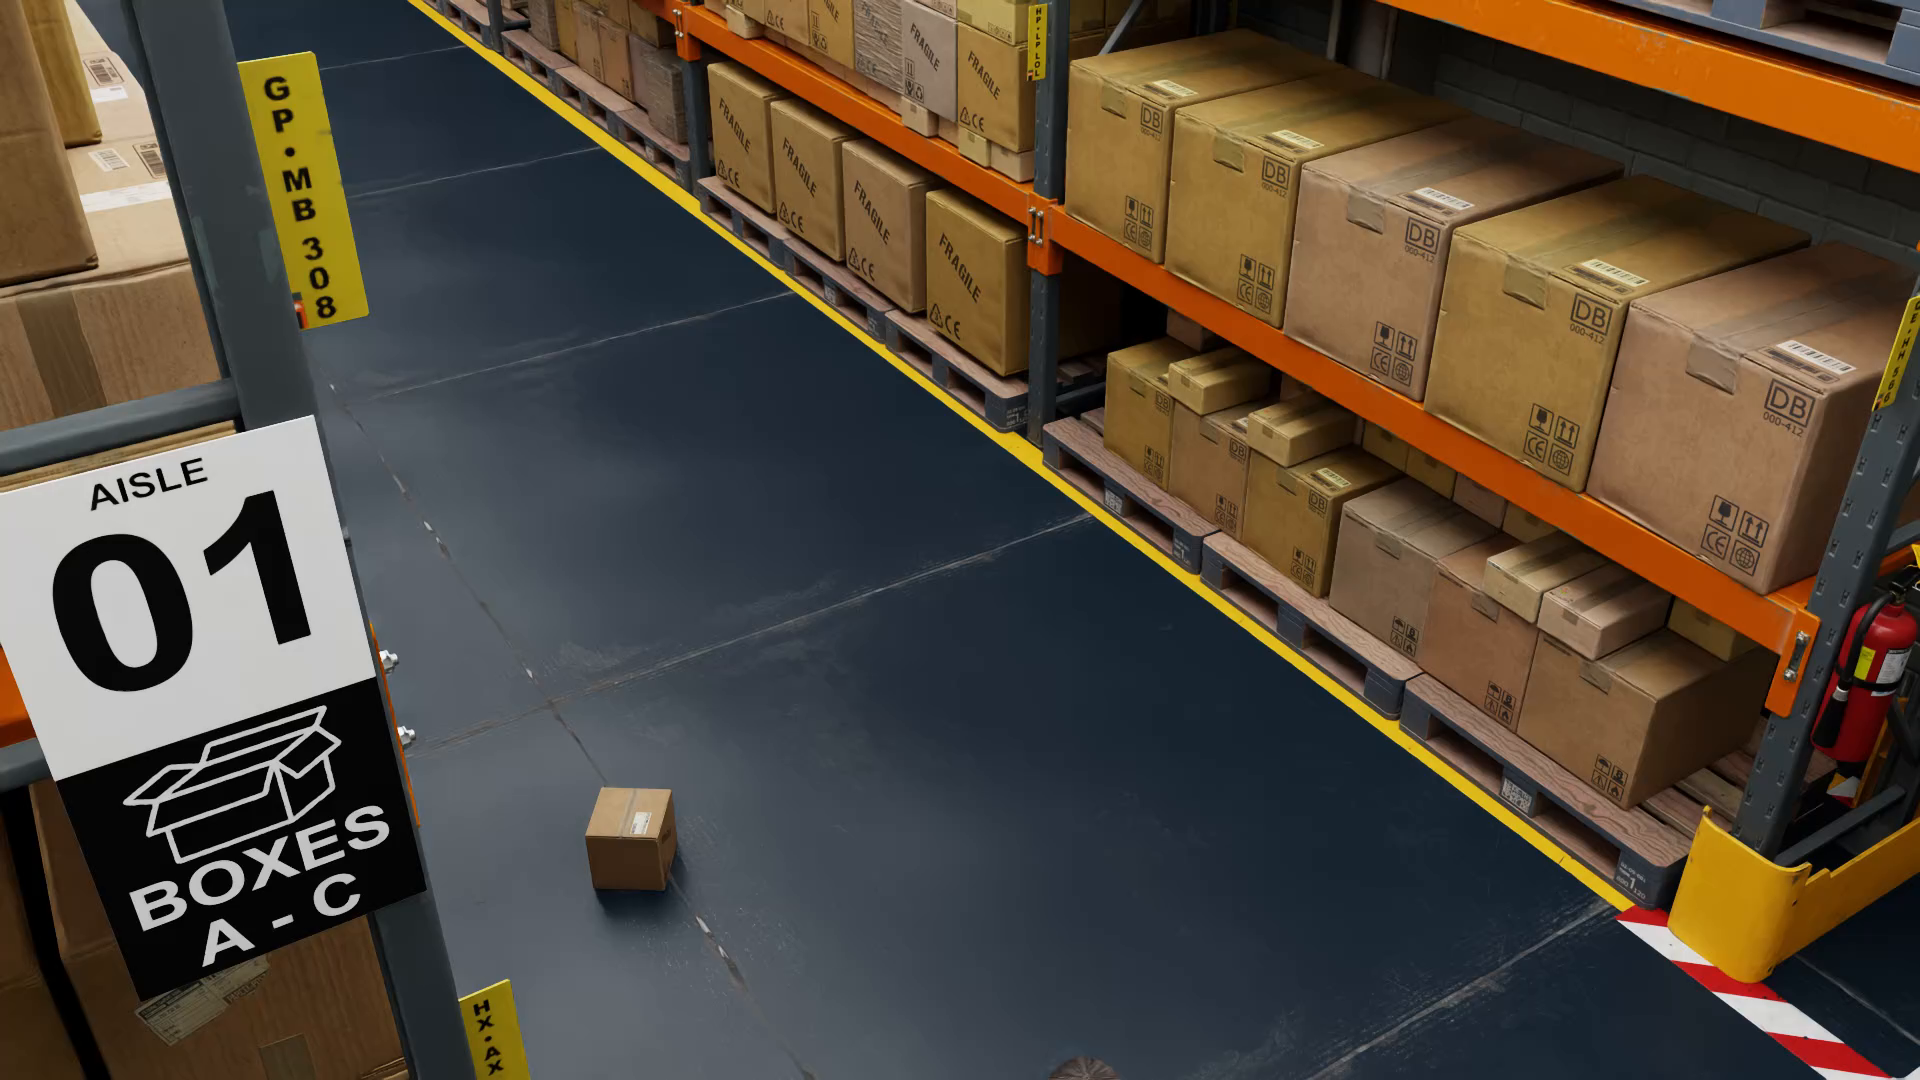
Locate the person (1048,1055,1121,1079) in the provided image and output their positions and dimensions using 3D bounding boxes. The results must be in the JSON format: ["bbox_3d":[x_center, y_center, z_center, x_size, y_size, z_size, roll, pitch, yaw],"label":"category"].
[{"bbox_3d":[0.260,1.746,3.483,0.501,1.719,0.585,-13,35,-19],"label":"person"}]
